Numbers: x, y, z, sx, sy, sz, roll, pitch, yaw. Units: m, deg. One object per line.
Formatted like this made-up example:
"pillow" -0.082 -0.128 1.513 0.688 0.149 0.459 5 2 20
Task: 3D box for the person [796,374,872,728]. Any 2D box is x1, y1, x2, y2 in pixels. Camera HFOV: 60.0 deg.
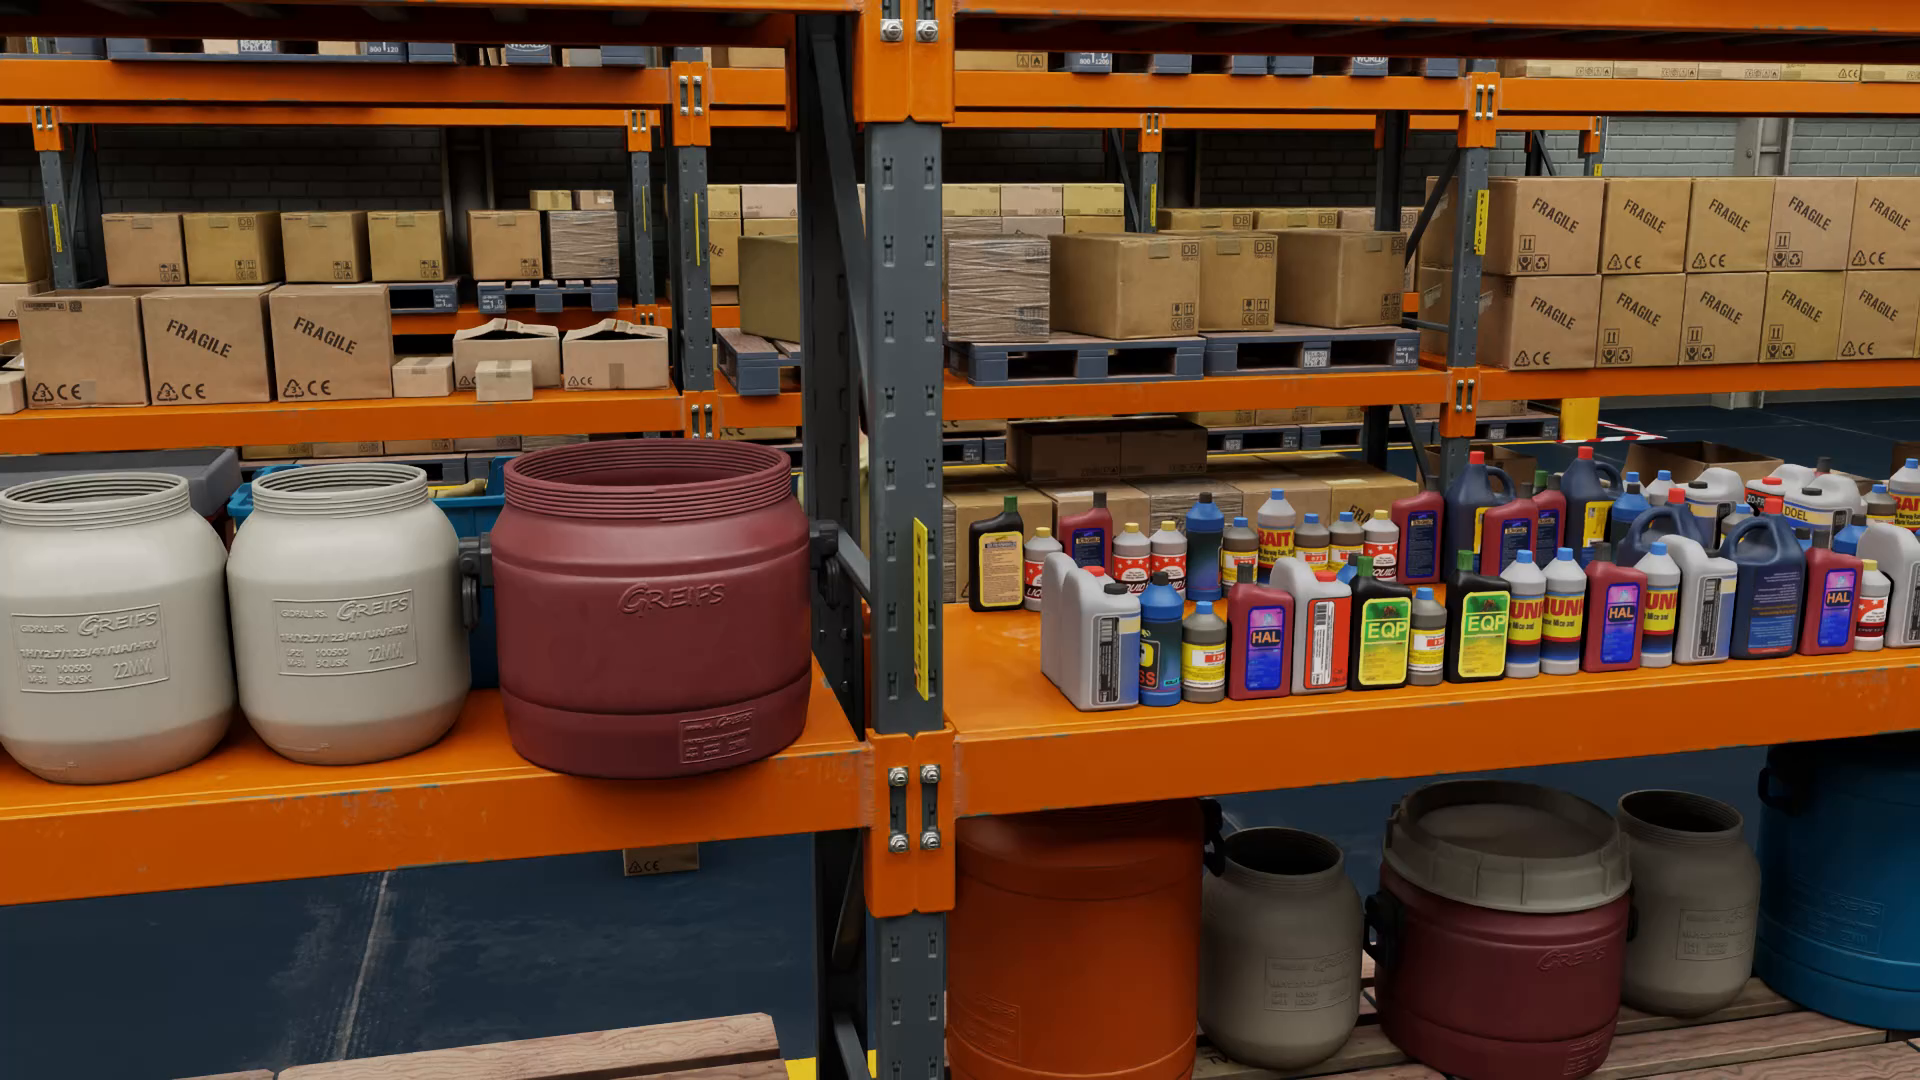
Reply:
"person" -0.429 0.235 6.055 0.495 1.751 0.400 10 16 36
